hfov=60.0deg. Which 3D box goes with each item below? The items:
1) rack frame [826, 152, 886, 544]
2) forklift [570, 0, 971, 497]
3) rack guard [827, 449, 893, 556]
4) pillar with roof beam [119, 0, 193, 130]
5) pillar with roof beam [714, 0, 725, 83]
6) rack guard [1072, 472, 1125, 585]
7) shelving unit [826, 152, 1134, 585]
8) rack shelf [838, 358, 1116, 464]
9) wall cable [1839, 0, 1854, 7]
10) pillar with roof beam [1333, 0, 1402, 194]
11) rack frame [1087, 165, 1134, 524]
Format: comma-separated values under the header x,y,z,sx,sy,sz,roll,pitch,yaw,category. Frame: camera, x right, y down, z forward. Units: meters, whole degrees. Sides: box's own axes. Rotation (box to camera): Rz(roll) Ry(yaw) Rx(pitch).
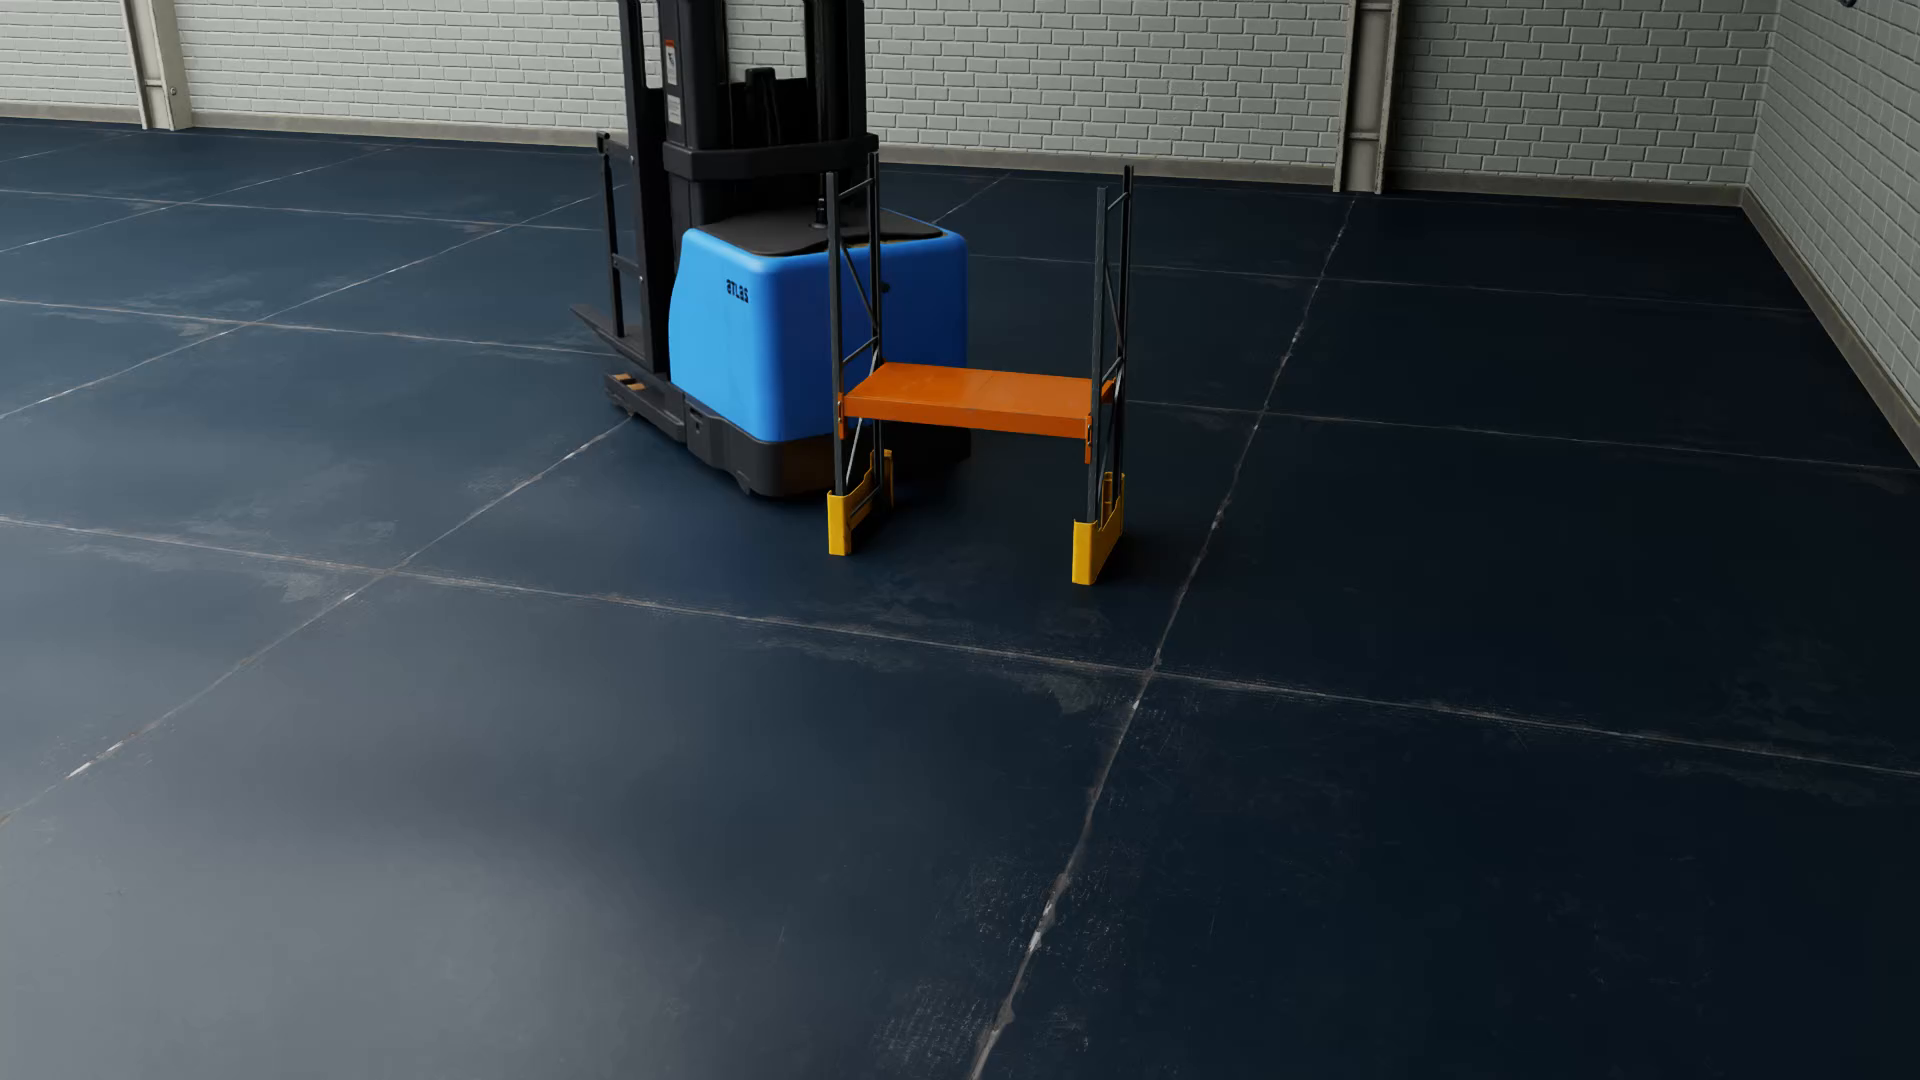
x,y,z,sx,sy,sz,roll,pitch,yaw,category
-0.405,-0.740,6.598,0.032,1.500,0.500,7,23,16,rack frame
-1.140,-2.050,7.906,1.130,2.935,3.031,-13,26,-28,forklift
-0.404,-0.162,6.835,0.087,0.250,0.587,7,23,16,rack guard
-9.394,-6.849,11.610,0.400,9.000,9.100,7,23,16,pillar with roof beam
-3.650,-6.191,10.006,0.400,9.000,9.100,7,23,16,pillar with roof beam
0.550,-0.053,6.569,0.087,0.250,0.587,7,23,16,rack guard
0.073,-0.686,6.465,1.083,1.500,0.587,7,23,16,shelving unit
0.082,-0.518,6.531,1.000,0.185,0.538,7,23,16,rack shelf
5.777,-4.858,10.847,0.112,2.526,3.097,7,23,16,wall cable
2.095,-5.534,8.403,0.400,9.000,9.100,7,23,16,pillar with roof beam
0.568,-0.629,6.327,0.032,1.500,0.500,7,23,16,rack frame
